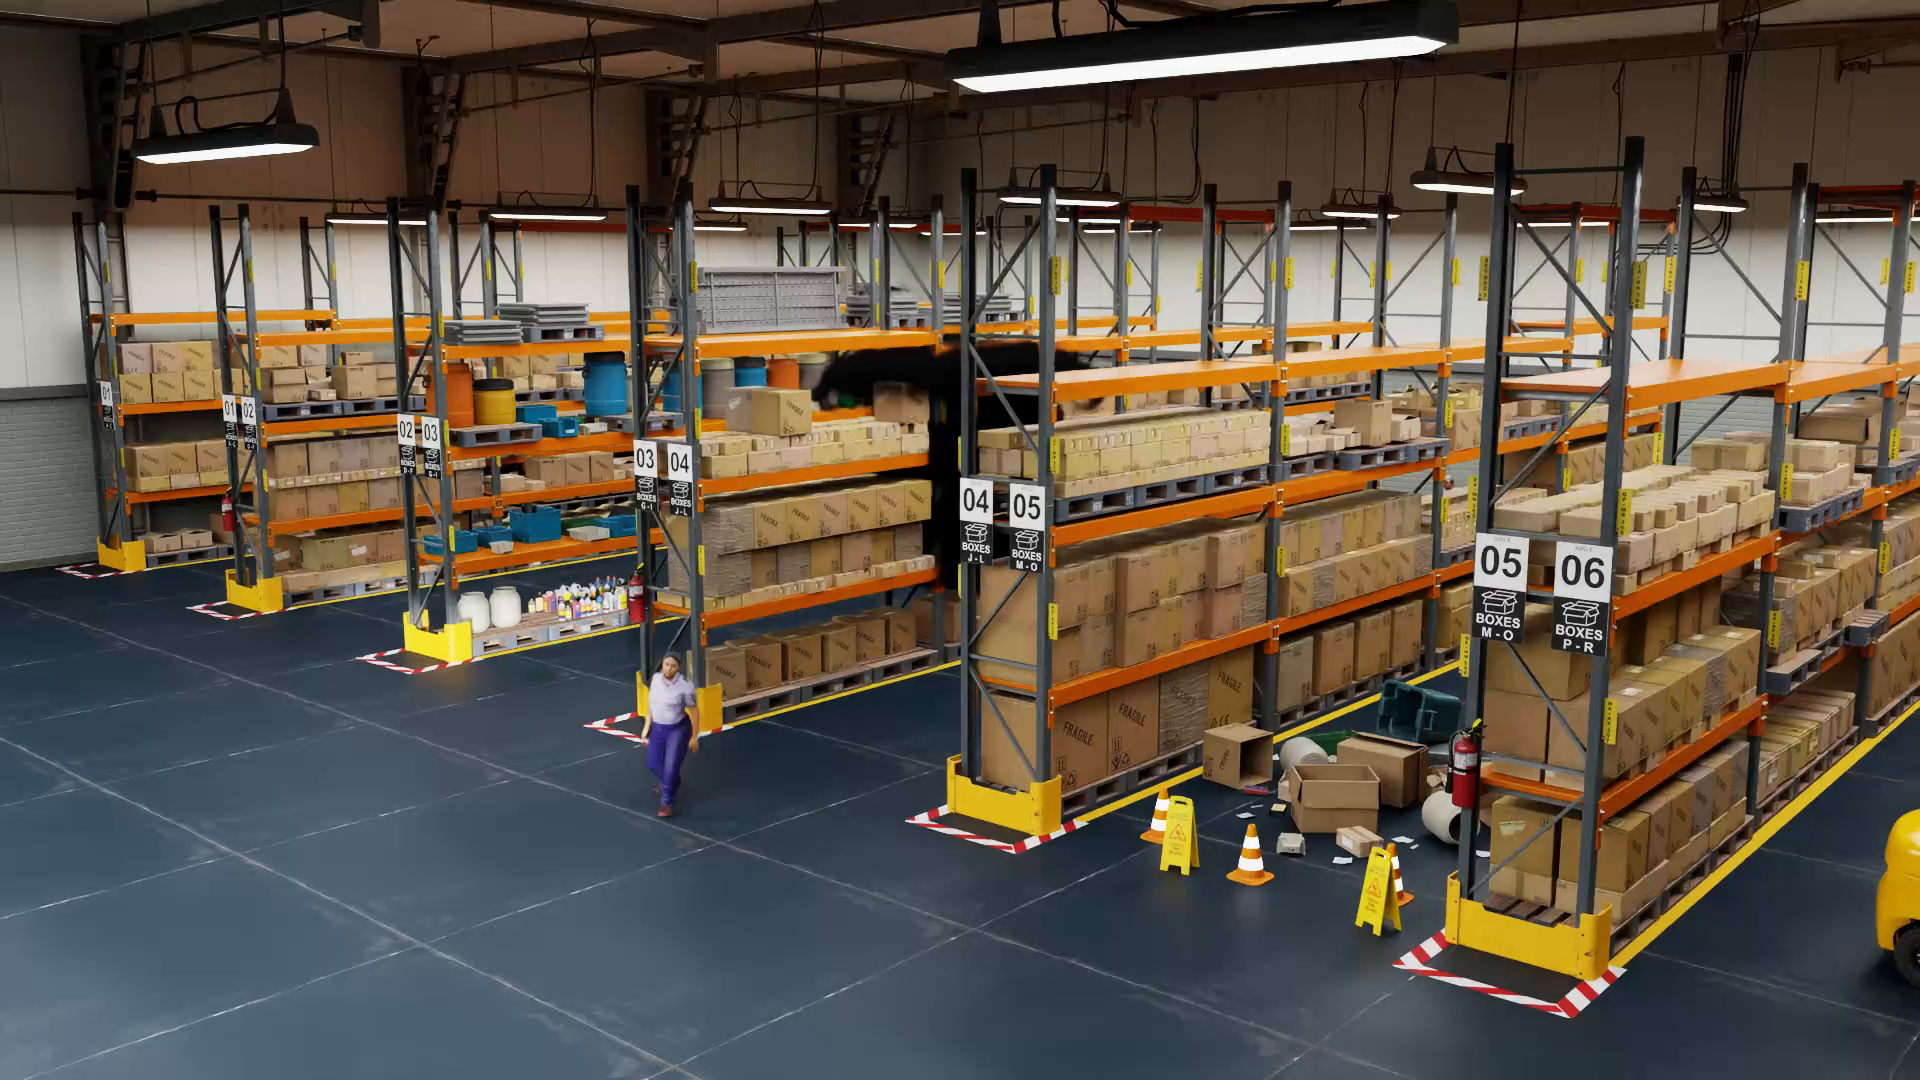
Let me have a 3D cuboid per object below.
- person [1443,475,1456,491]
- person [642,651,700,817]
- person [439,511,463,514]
[{"bbox_3d":[8.213,-0.252,27.806,0.900,1.709,0.611,-9,13,-43],"label":"person"},{"bbox_3d":[-2.752,1.777,15.807,0.735,1.566,0.710,4,10,24],"label":"person"},{"bbox_3d":[-9.200,-0.599,30.241,0.614,1.534,0.817,3,10,16],"label":"person"}]
